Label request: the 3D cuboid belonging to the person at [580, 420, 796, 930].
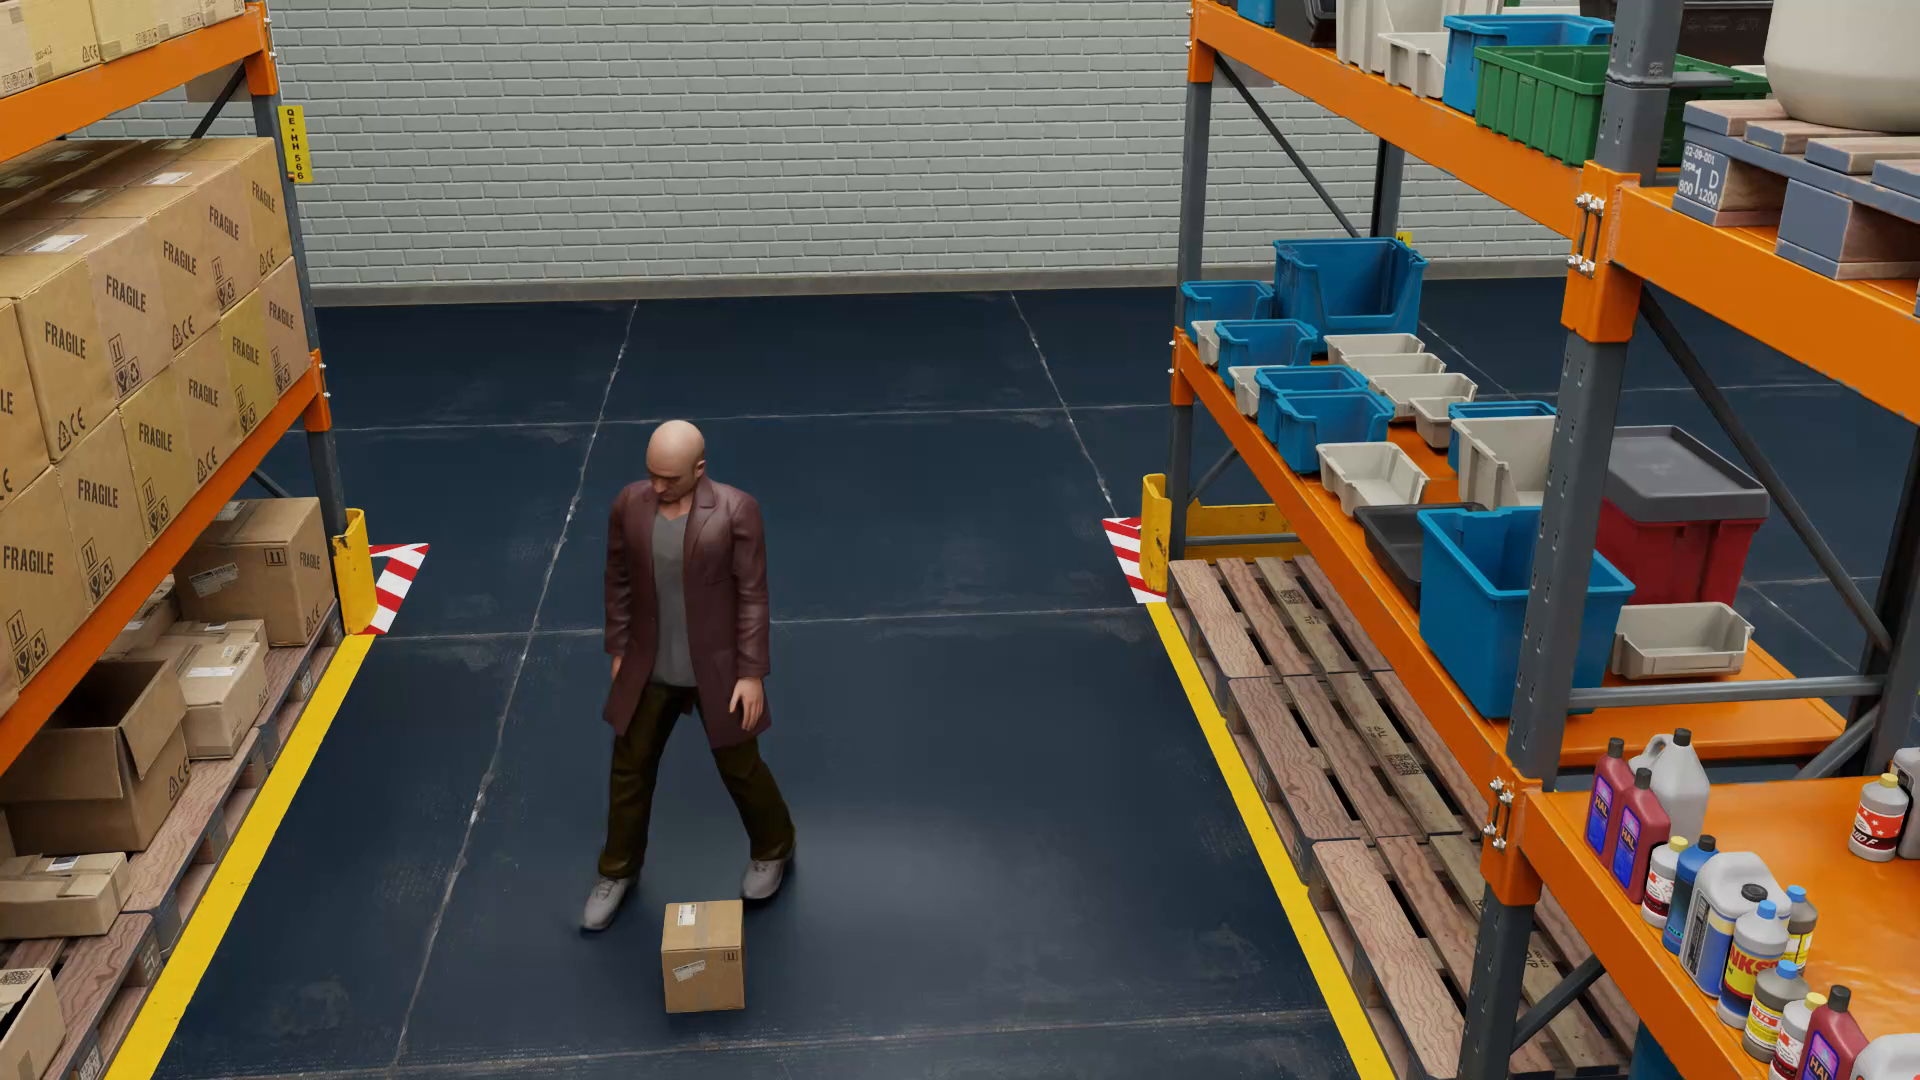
[{"bbox_3d":[-0.946,0.443,5.576,0.651,1.773,0.630,5,24,12],"label":"person"}]
